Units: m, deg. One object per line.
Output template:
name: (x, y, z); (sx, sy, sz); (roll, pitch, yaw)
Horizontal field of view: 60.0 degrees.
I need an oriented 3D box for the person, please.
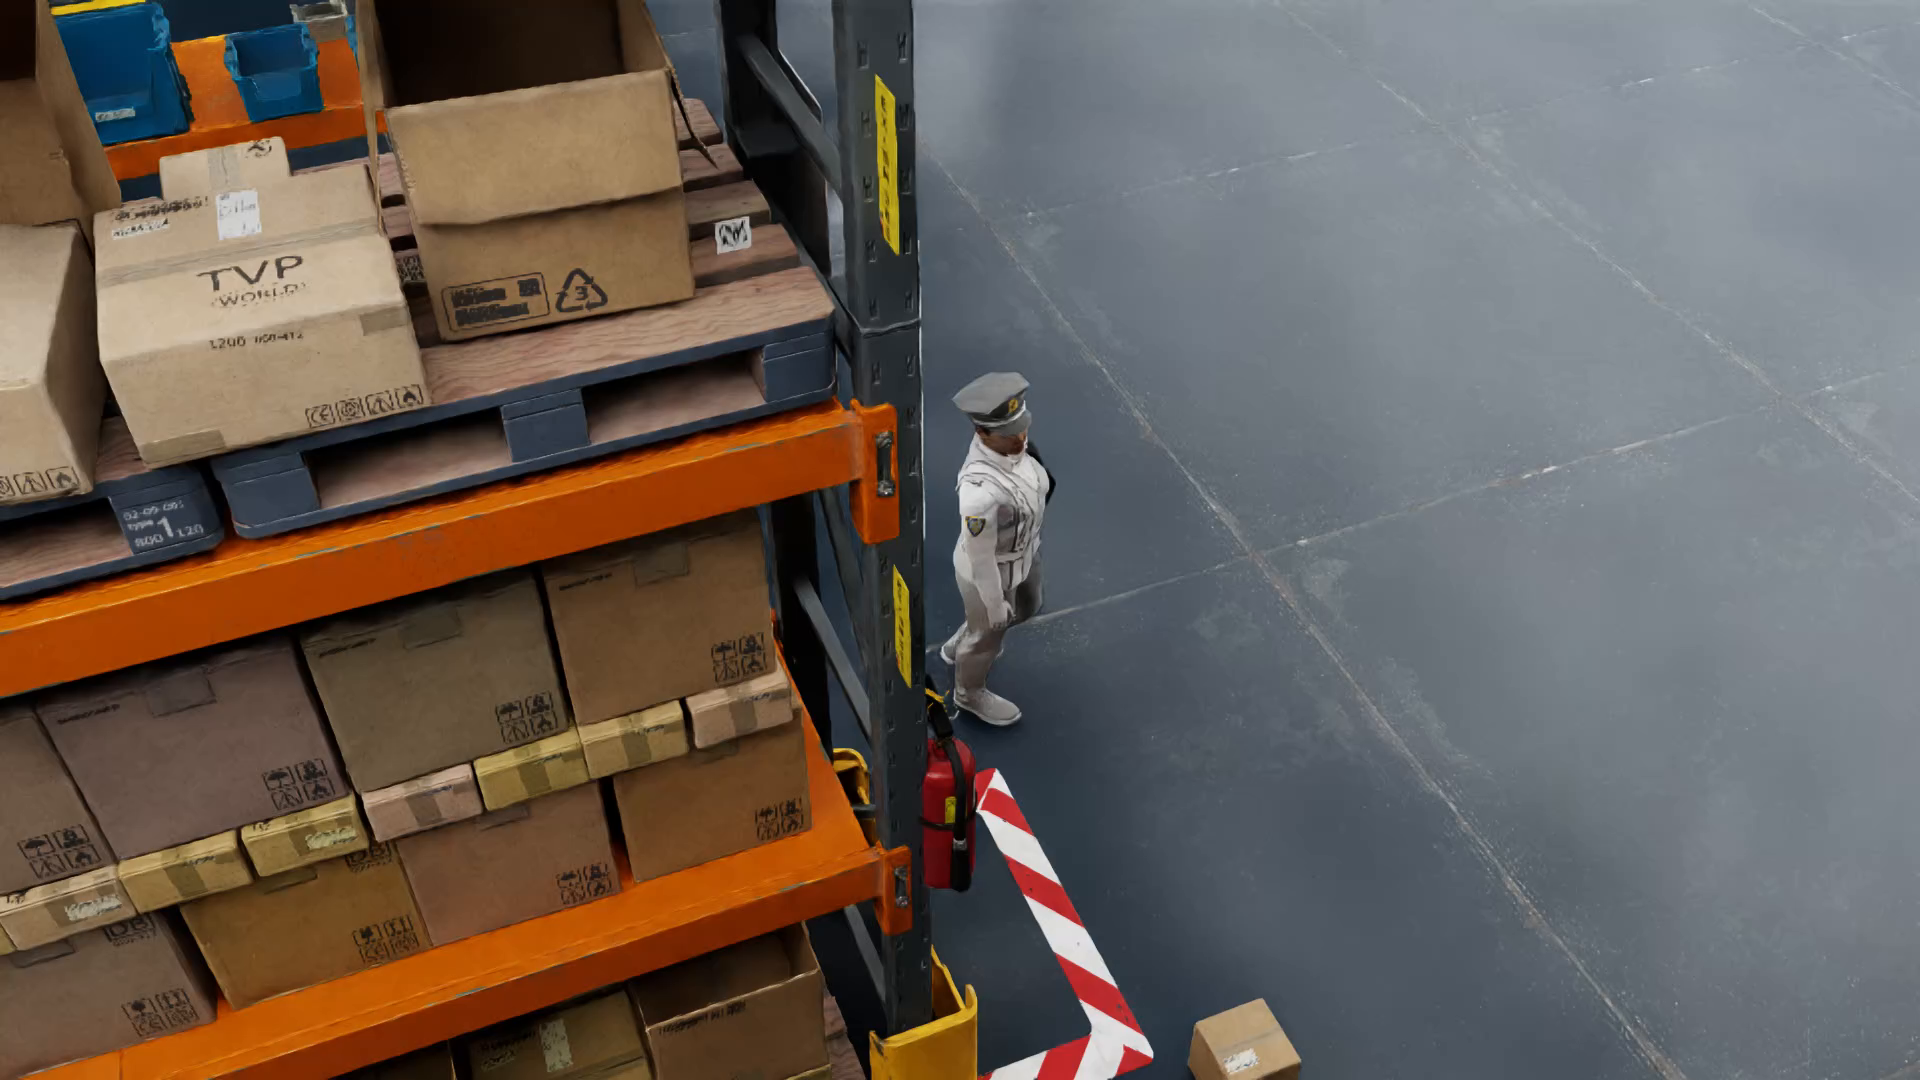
person: (0.100, 0.040, 6.090); (0.447, 1.670, 0.593); (12, 43, 13)
